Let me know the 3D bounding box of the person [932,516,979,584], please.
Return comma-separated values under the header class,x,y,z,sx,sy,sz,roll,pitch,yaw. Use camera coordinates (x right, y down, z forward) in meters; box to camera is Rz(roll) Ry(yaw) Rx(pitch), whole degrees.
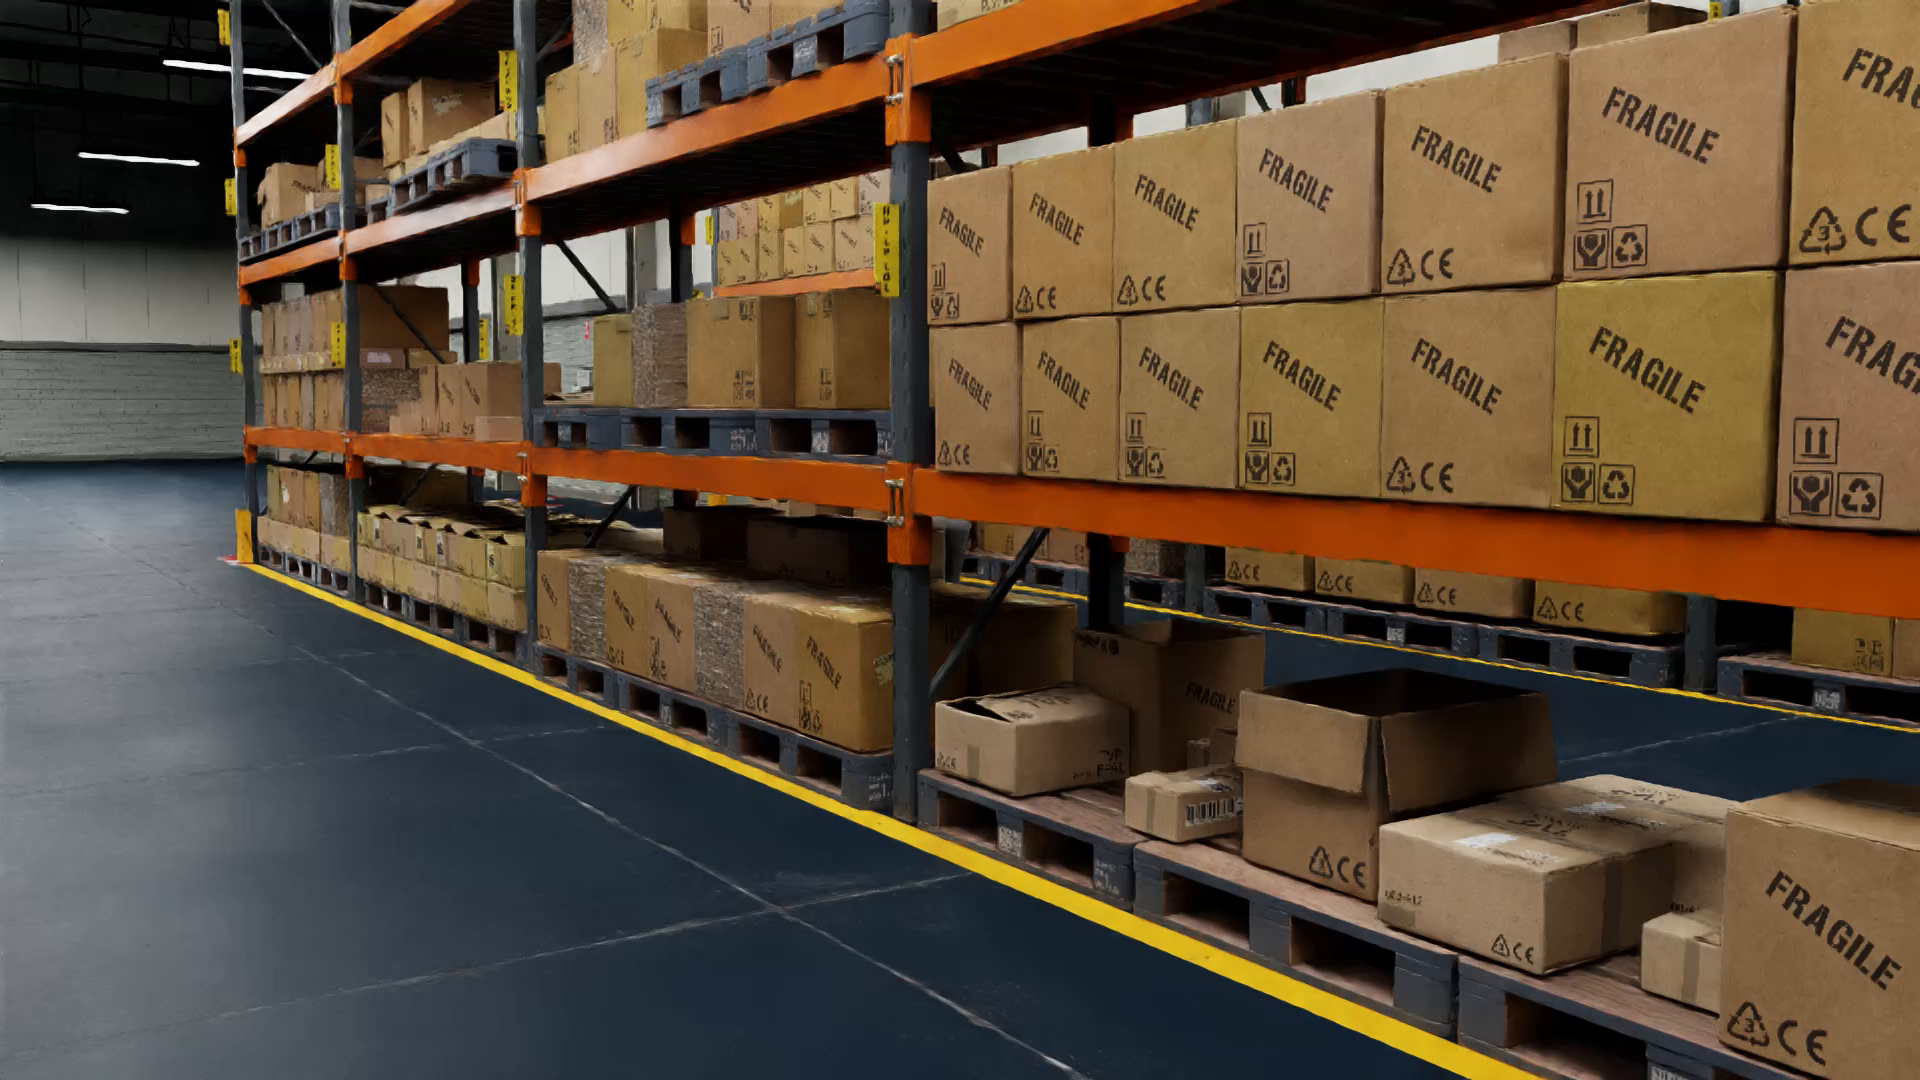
class,x,y,z,sx,sy,sz,roll,pitch,yaw
person,-0.175,-0.115,9.747,0.455,1.681,0.683,-3,5,-28
